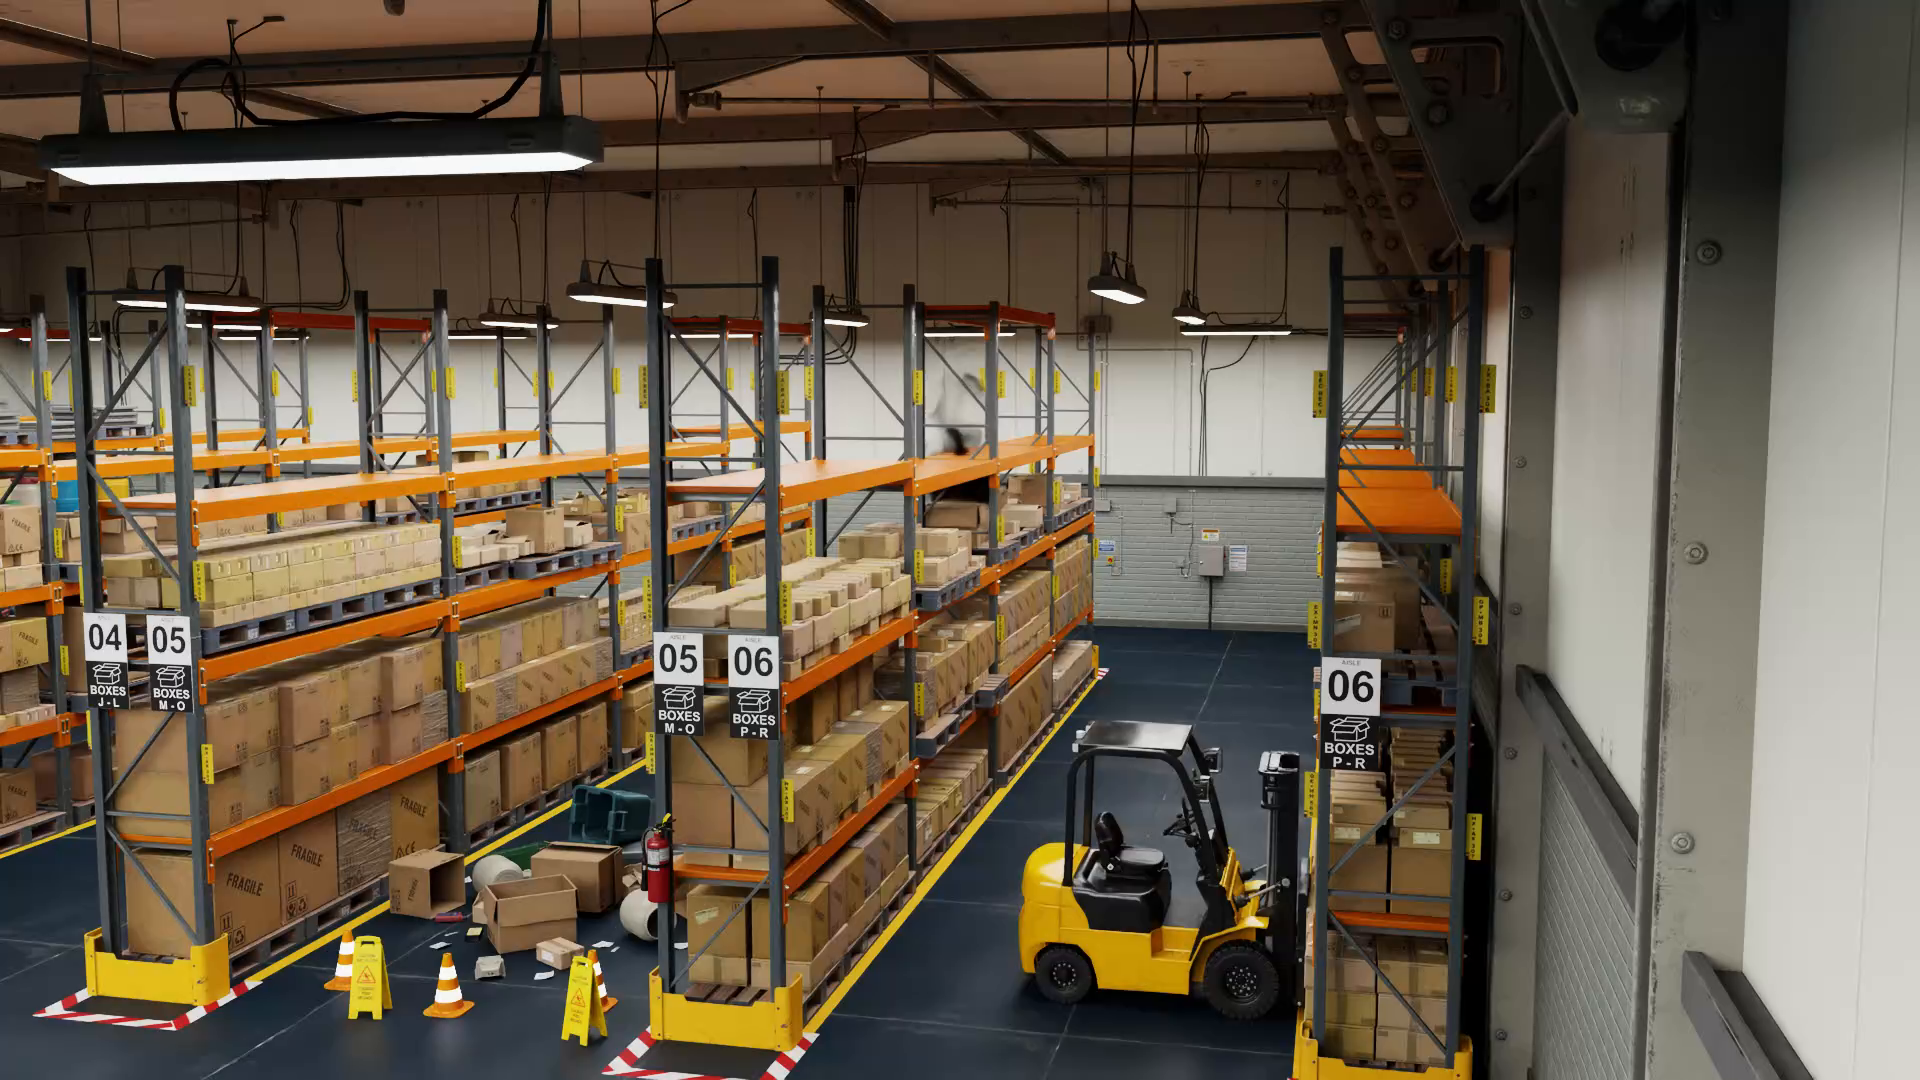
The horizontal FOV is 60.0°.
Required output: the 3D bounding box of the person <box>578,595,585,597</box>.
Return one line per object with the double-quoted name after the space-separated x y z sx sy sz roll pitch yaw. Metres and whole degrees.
-5.693 1.725 25.340 0.644 1.786 0.867 2 6 19 "person"
